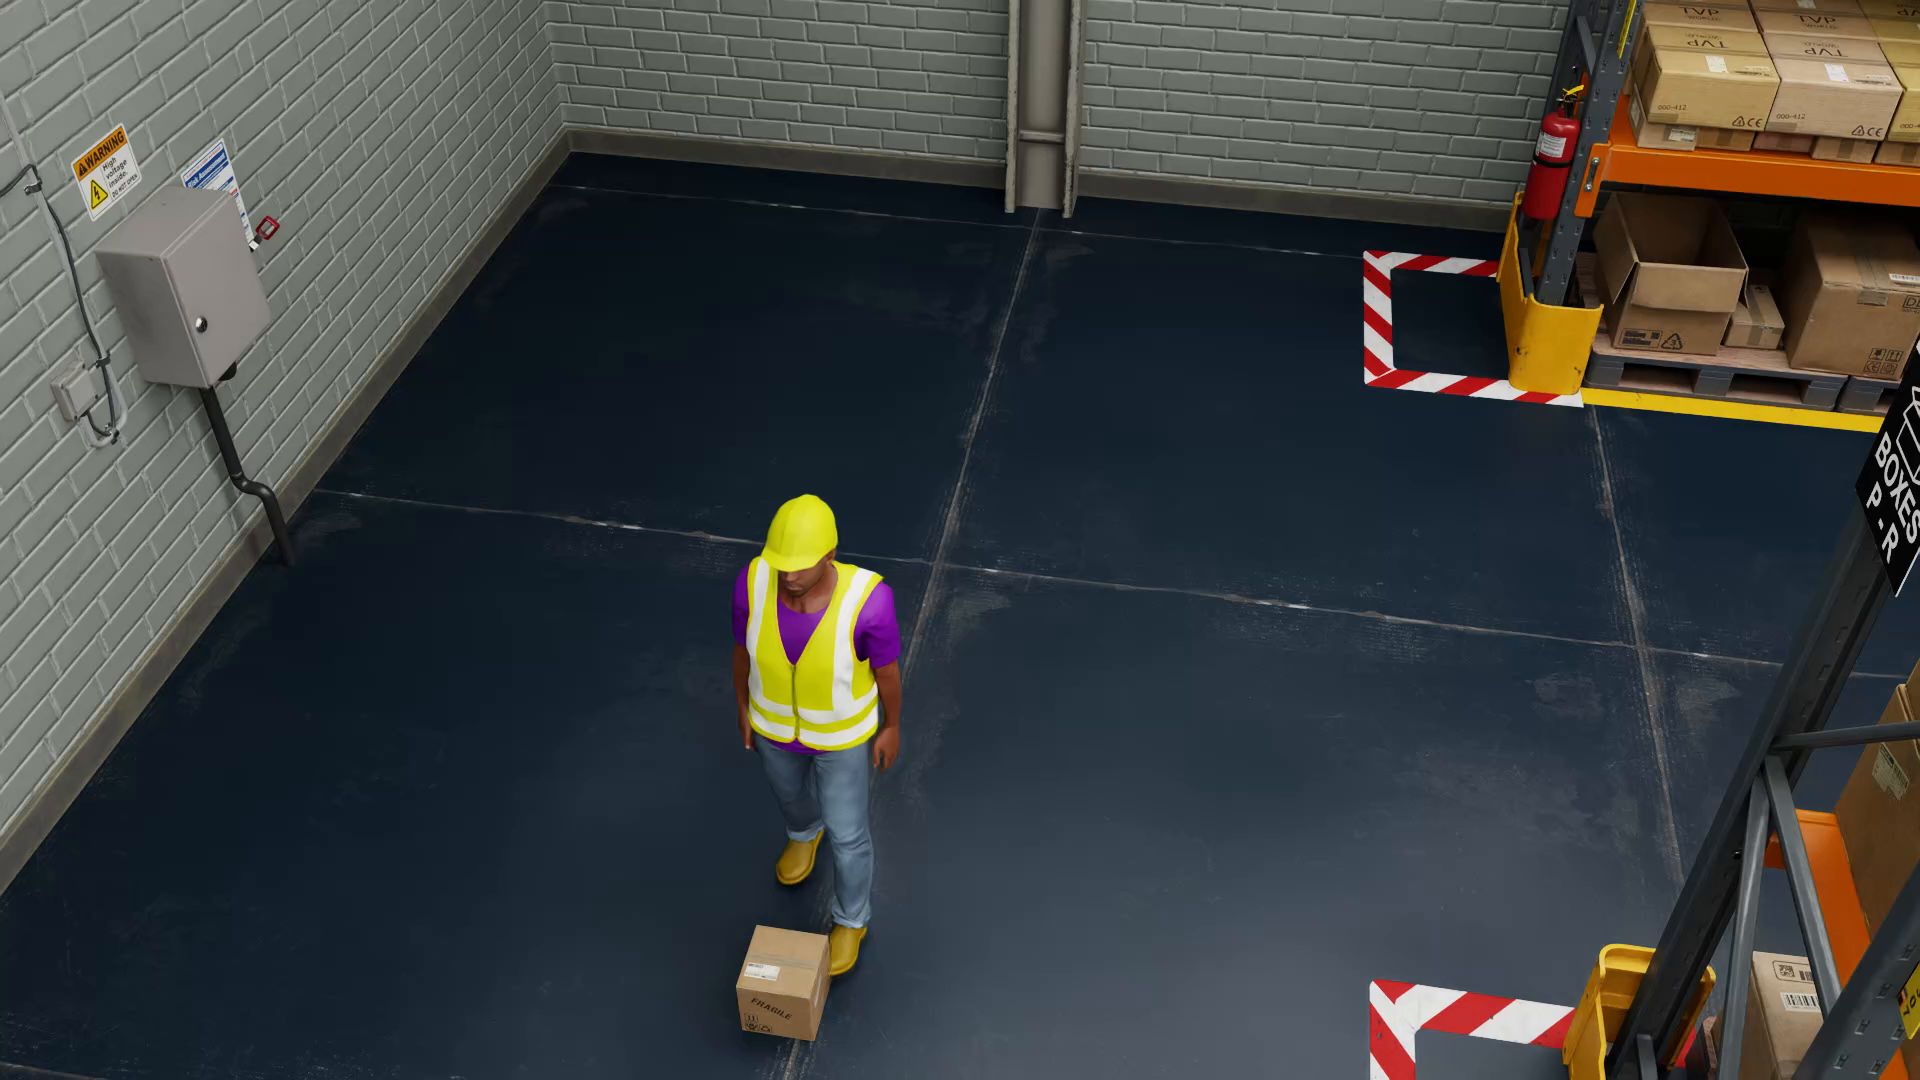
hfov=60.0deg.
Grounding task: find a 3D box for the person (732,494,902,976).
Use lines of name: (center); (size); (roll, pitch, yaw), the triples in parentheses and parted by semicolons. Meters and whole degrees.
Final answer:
person: (-0.493, 0.632, 5.395); (0.561, 1.768, 0.673); (10, 41, 12)
